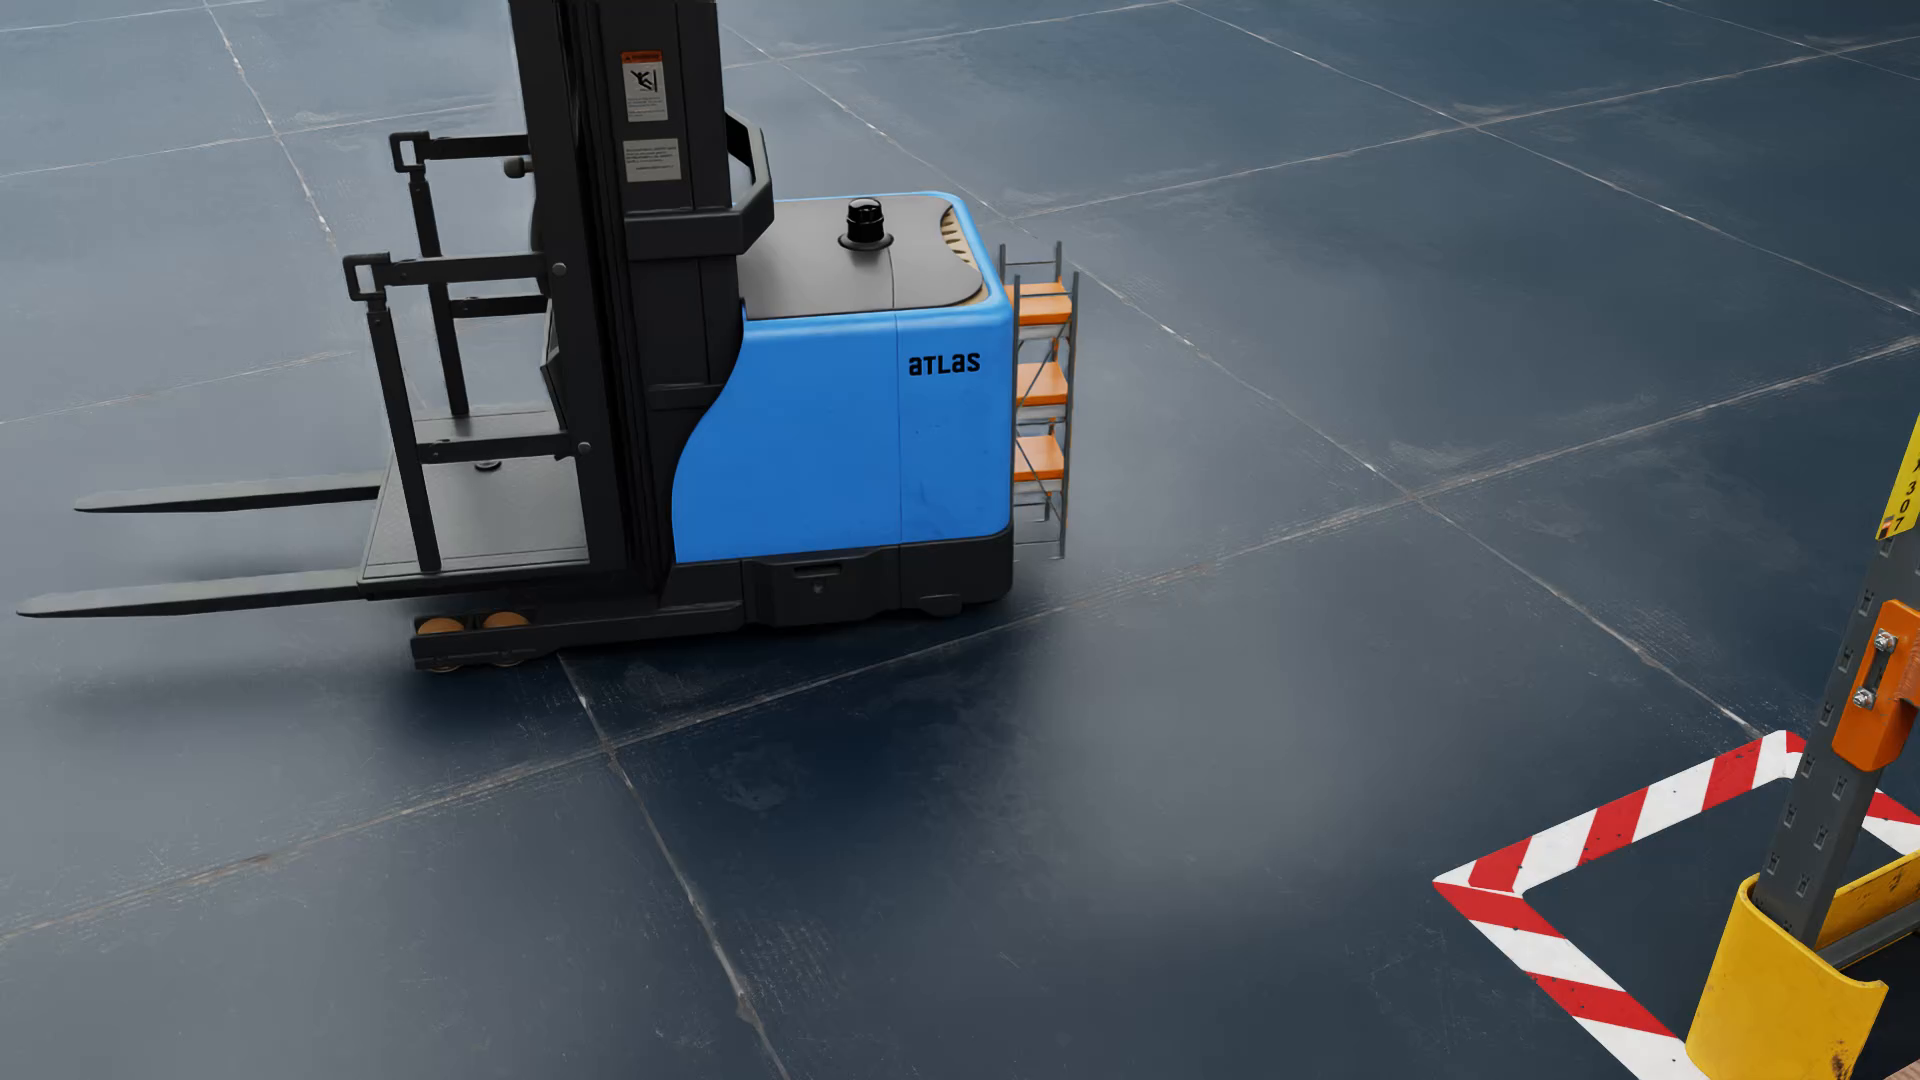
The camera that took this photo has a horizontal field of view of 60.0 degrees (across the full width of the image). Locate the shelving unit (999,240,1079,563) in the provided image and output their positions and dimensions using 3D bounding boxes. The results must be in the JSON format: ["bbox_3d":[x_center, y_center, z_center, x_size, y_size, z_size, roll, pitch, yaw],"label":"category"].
[{"bbox_3d":[0.241,-0.437,5.458,0.215,1.050,0.252,-5,33,-8],"label":"shelving unit"}]

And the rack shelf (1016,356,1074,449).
[{"bbox_3d":[0.241,-0.429,5.463,0.215,0.259,0.240,-5,33,-8],"label":"rack shelf"}]

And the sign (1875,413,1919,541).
[{"bbox_3d":[1.704,-0.149,2.945,0.100,0.325,0.005,-16,36,-23],"label":"sign"}]

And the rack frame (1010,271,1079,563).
[{"bbox_3d":[0.261,-0.373,5.356,0.200,1.050,0.008,-5,33,-8],"label":"rack frame"}]

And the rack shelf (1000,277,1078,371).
[{"bbox_3d":[0.243,-0.668,5.311,0.215,0.259,0.240,-5,33,-8],"label":"rack shelf"}]

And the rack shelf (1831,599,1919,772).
[{"bbox_3d":[3.125,1.089,1.936,1.077,0.370,4.000,-16,36,-23],"label":"rack shelf"}]

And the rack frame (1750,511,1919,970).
[{"bbox_3d":[2.192,-0.168,3.232,1.000,3.000,0.127,-16,36,-23],"label":"rack frame"}]

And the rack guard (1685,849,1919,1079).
[{"bbox_3d":[2.270,0.909,3.868,1.175,0.500,0.348,-16,36,-23],"label":"rack guard"}]

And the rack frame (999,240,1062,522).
[{"bbox_3d":[0.221,-0.502,5.559,0.200,1.050,0.008,-5,33,-8],"label":"rack frame"}]

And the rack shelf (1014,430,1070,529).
[{"bbox_3d":[0.238,-0.194,5.613,0.215,0.259,0.240,-5,33,-8],"label":"rack shelf"}]

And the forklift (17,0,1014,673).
[{"bbox_3d":[-1.393,-1.134,4.803,3.031,2.935,1.130,-5,33,-8],"label":"forklift"}]
